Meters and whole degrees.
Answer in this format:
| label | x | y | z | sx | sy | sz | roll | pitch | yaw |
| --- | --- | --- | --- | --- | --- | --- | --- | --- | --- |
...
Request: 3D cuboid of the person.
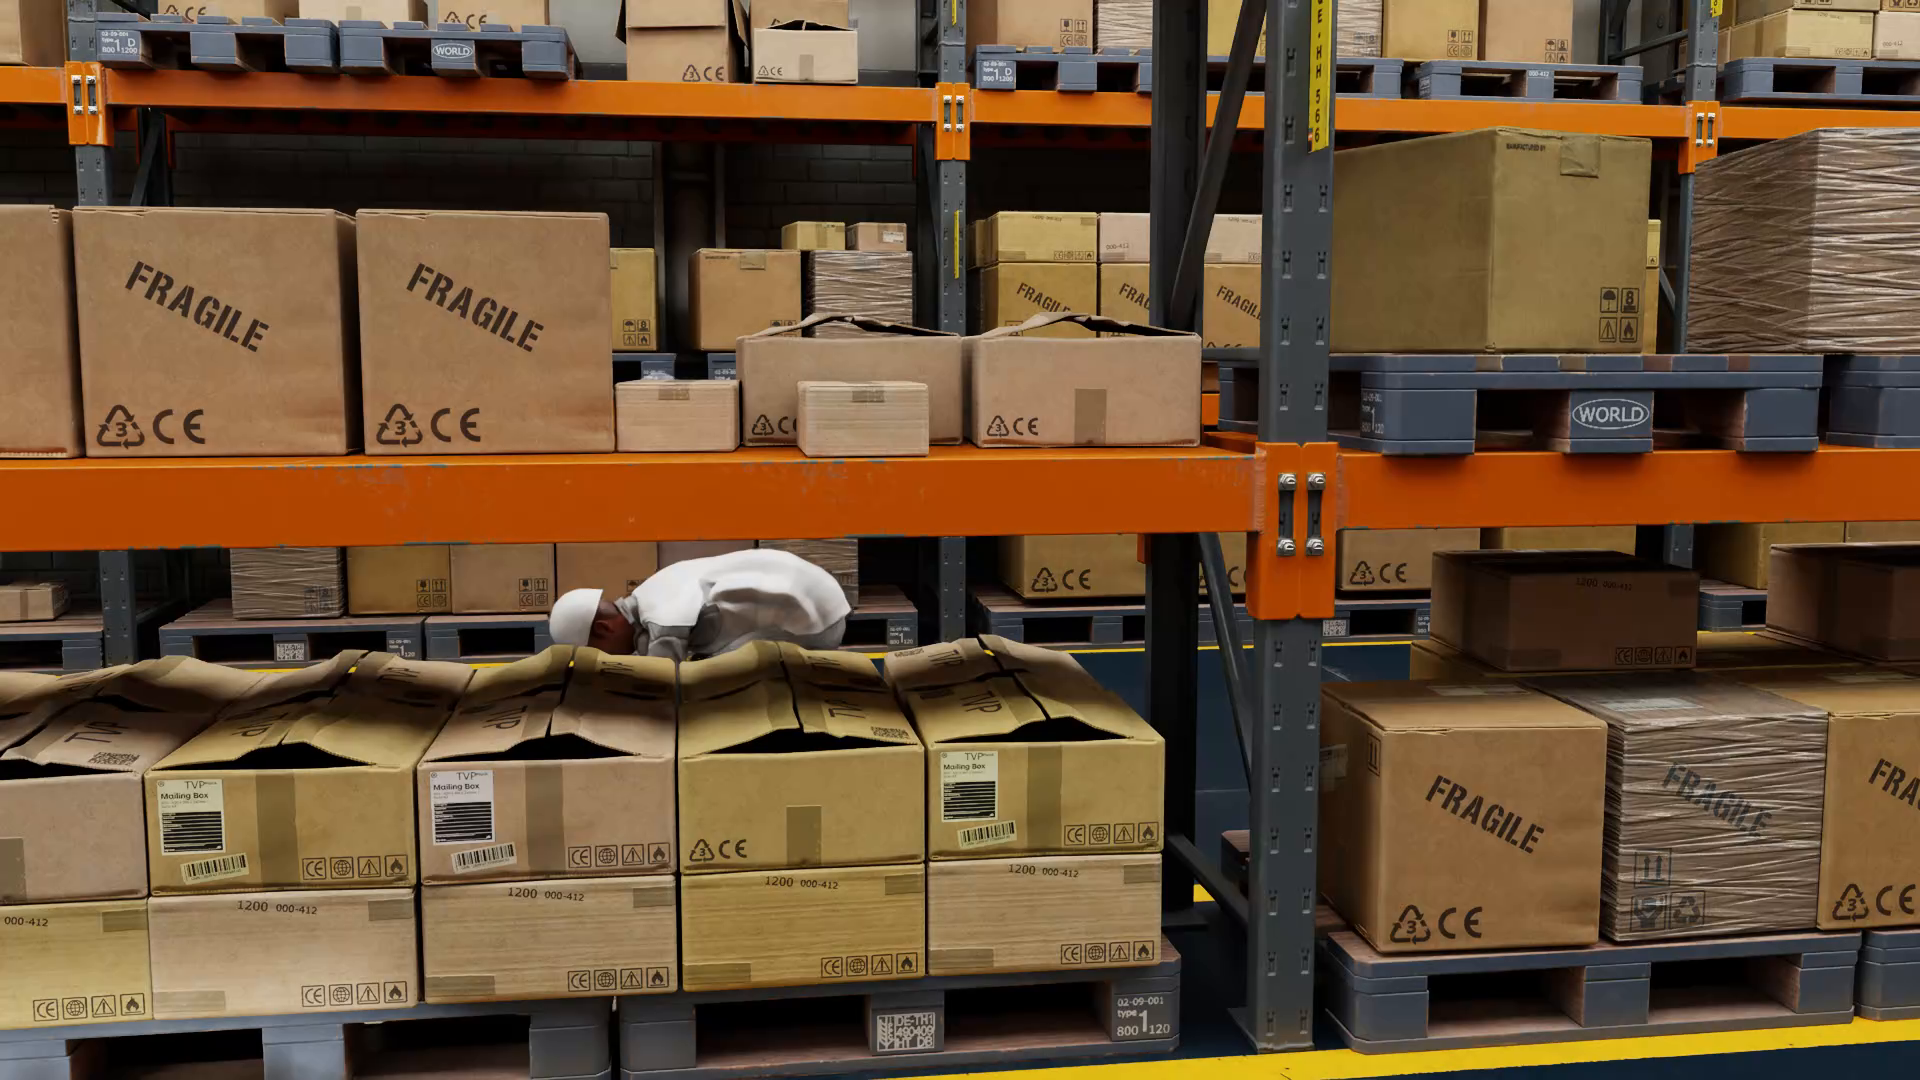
| label | x | y | z | sx | sy | sz | roll | pitch | yaw |
| --- | --- | --- | --- | --- | --- | --- | --- | --- | --- |
| person | -0.879 | 0.468 | 5.681 | 1.005 | 0.860 | 0.516 | -1 | 7 | -11 |
